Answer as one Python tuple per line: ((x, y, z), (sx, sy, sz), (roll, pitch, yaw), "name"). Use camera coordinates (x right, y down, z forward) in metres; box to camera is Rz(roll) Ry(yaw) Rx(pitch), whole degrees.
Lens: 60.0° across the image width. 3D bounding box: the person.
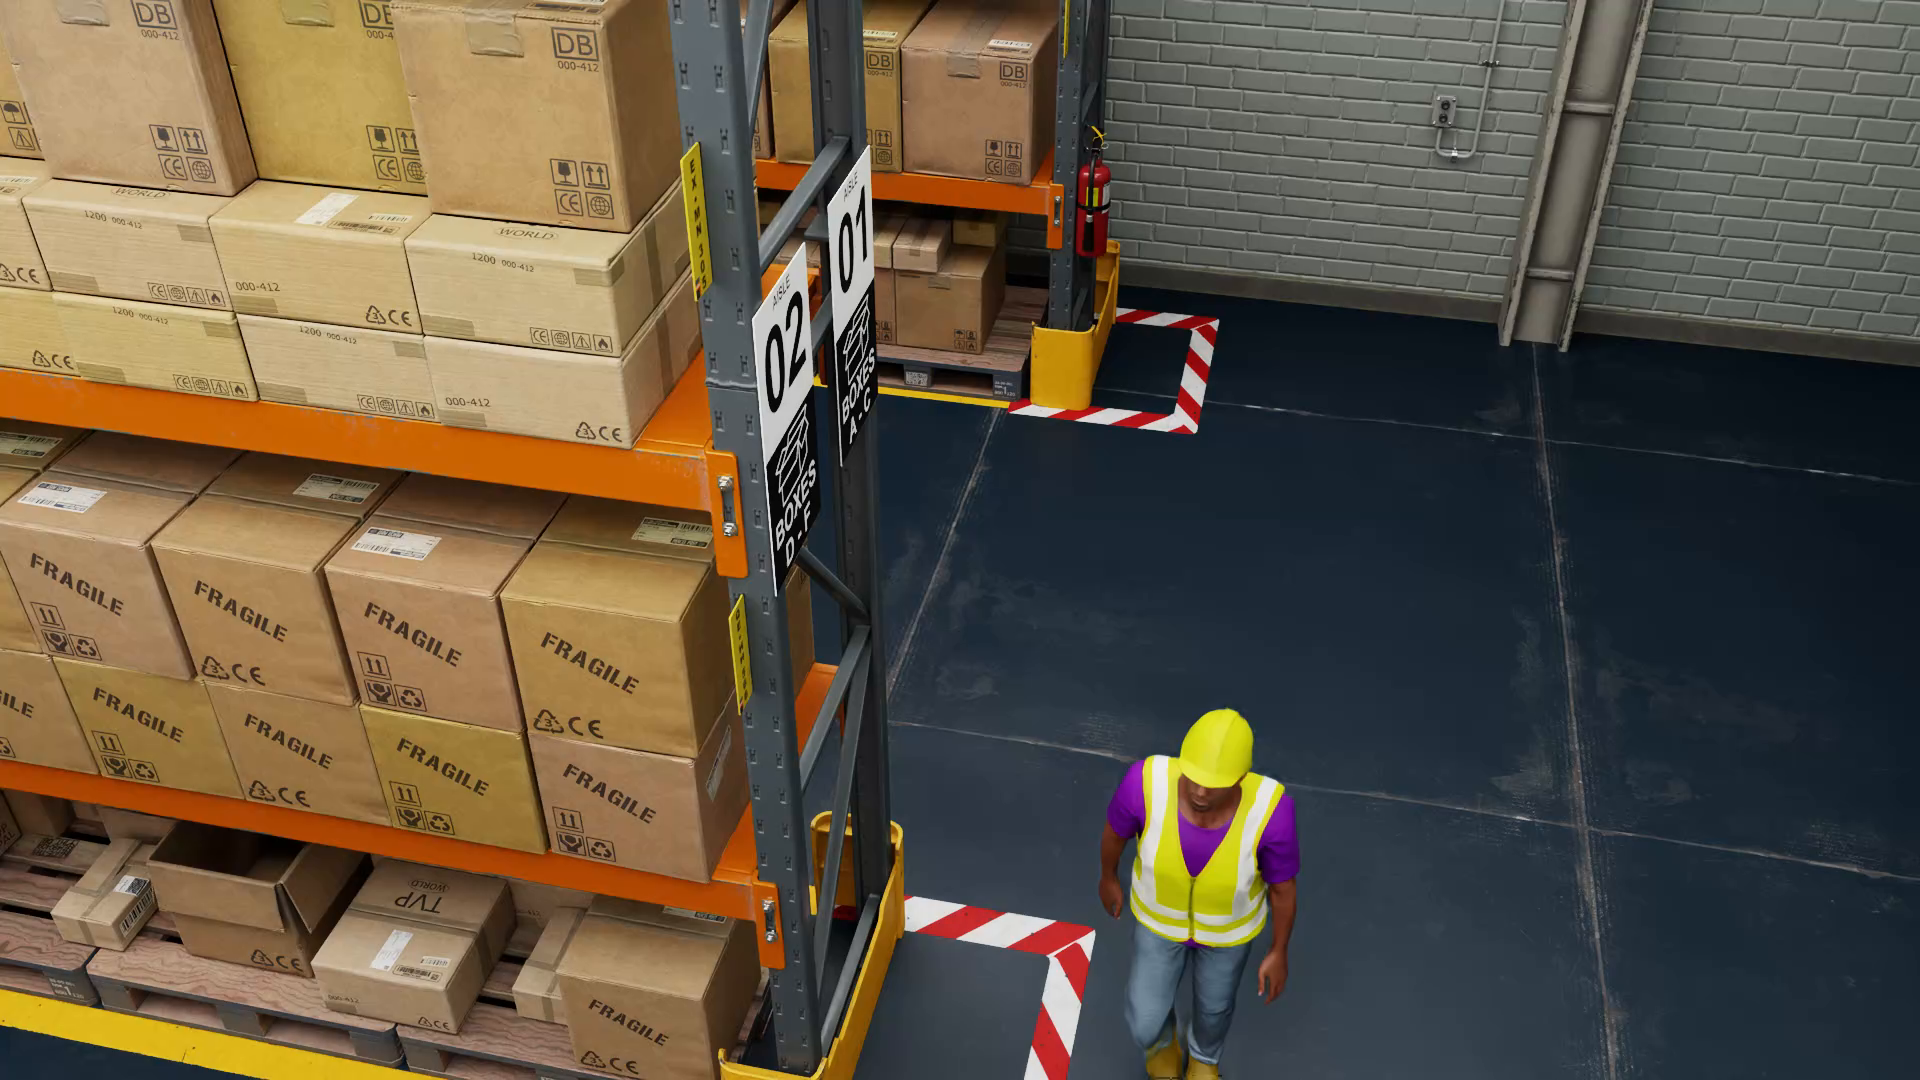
((0.736, 1.212, 5.276), (0.636, 1.775, 0.463), (8, 37, 10), "person")
